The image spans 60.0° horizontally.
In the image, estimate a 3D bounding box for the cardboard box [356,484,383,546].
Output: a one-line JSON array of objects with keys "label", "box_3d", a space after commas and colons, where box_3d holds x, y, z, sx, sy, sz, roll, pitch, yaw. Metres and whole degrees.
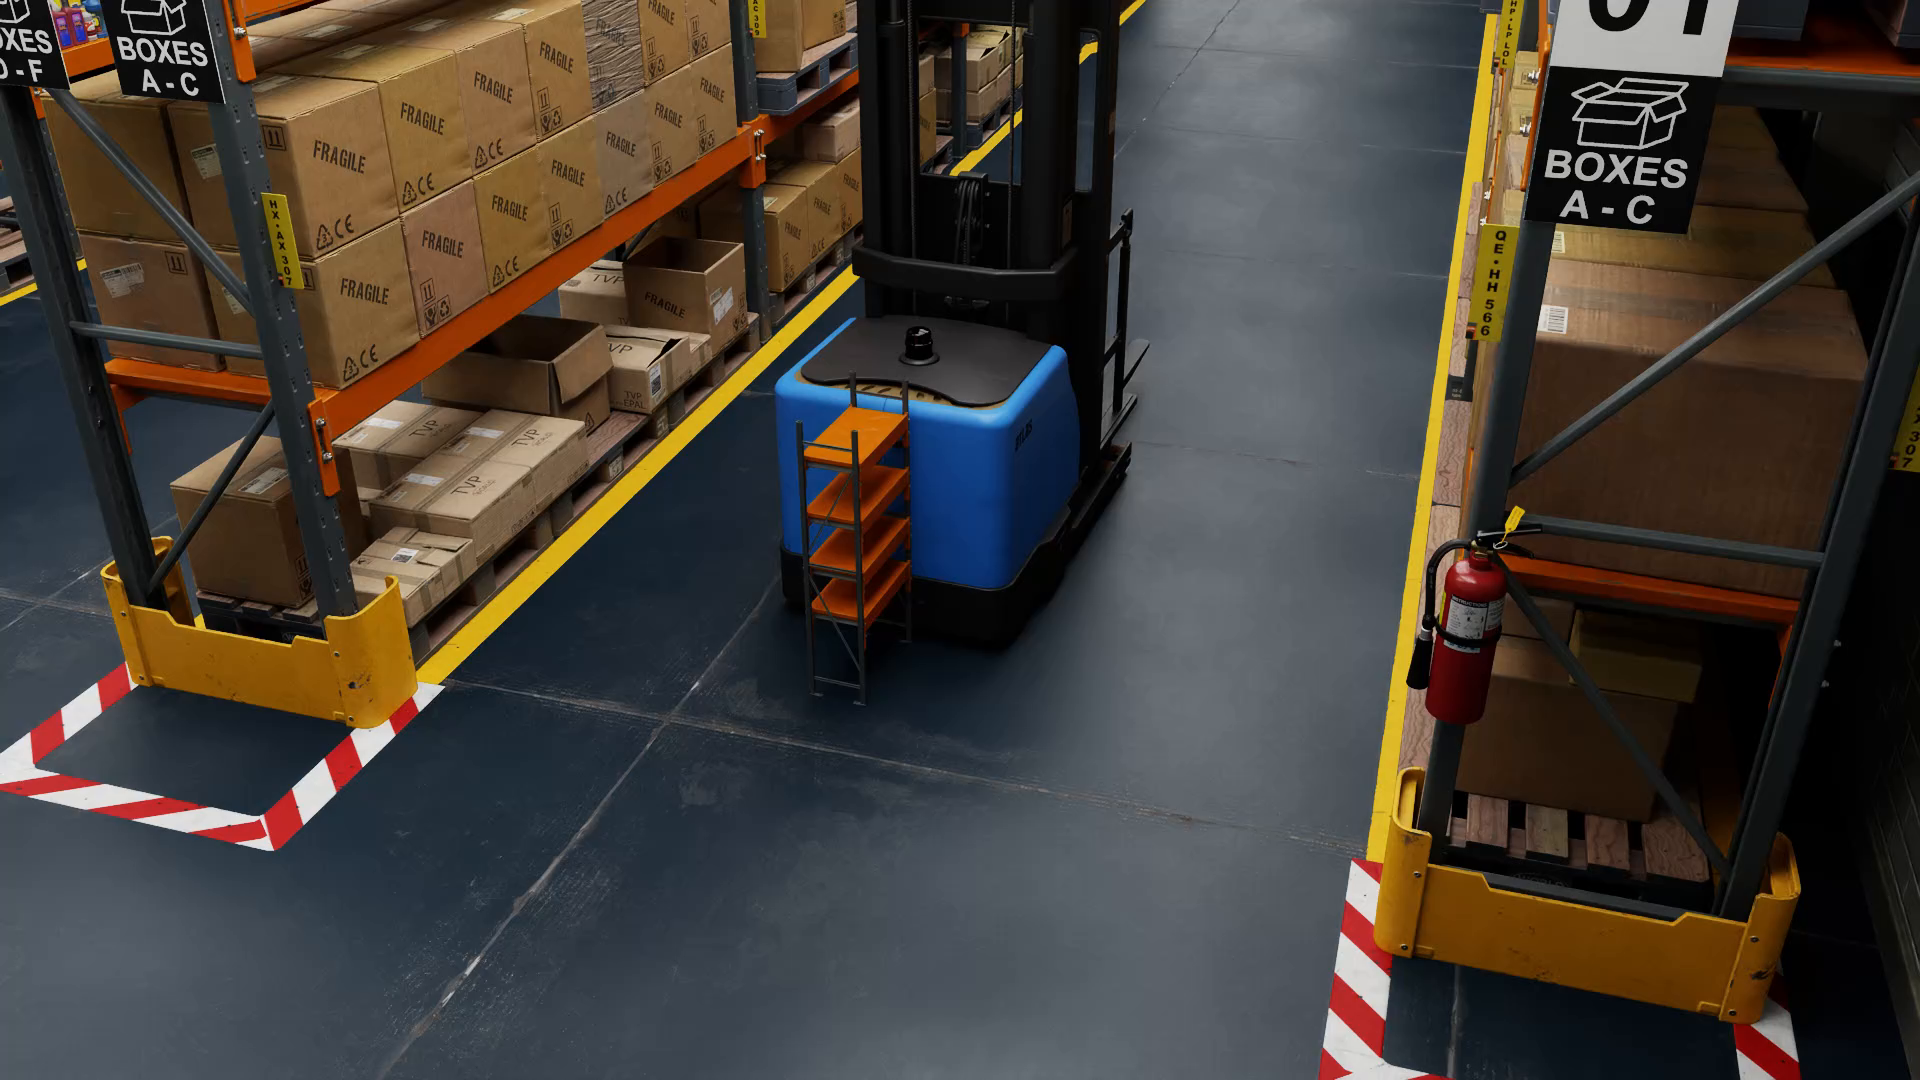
[{"label": "cardboard box", "box_3d": [-2.661, -0.116, 7.336, 0.380, 0.166, 0.250, 8, 30, 15]}]

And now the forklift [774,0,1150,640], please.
[{"label": "forklift", "box_3d": [0.218, -1.568, 7.554, 1.130, 2.935, 3.031, 10, 31, 18]}]

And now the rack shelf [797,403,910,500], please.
[{"label": "rack shelf", "box_3d": [-0.399, -0.343, 6.324, 0.258, 0.148, 0.480, 10, 31, 18]}]

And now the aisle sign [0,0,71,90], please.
[{"label": "aisle sign", "box_3d": [-3.103, -1.847, 5.311, 0.394, 0.787, 0.004, 8, 30, 15]}]

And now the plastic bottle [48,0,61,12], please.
[{"label": "plastic bottle", "box_3d": [-5.925, -3.381, 10.793, 0.144, 0.351, 0.185, 8, 30, 15]}]

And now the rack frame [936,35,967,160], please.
[{"label": "rack frame", "box_3d": [-0.442, -4.417, 12.604, 1.000, 3.000, 0.127, 8, 30, 15]}]

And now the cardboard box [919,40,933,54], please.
[{"label": "cardboard box", "box_3d": [-0.524, -3.922, 13.535, 0.500, 0.311, 0.500, 9, 30, 16]}]

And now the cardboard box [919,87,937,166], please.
[{"label": "cardboard box", "box_3d": [-0.492, -3.049, 12.263, 0.500, 0.500, 0.500, 10, 31, 17]}]

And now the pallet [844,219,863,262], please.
[{"label": "pallet", "box_3d": [-1.057, -2.292, 11.652, 1.003, 0.211, 1.213, 8, 30, 15]}]

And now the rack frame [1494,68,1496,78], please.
[{"label": "rack frame", "box_3d": [5.469, -5.571, 14.678, 1.000, 3.000, 0.127, 8, 30, 15]}]

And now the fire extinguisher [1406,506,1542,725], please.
[{"label": "fire extinguisher", "box_3d": [1.461, 0.207, 4.755, 0.296, 0.674, 0.183, 8, 30, 15]}]

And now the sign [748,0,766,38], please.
[{"label": "sign", "box_3d": [-1.095, -2.862, 8.919, 0.100, 0.325, 0.005, 8, 30, 15]}]

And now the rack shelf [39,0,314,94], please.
[{"label": "rack shelf", "box_3d": [-5.763, -3.882, 12.382, 1.077, 0.370, 4.000, 8, 30, 15]}]

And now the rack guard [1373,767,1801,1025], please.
[{"label": "rack guard", "box_3d": [1.939, 1.110, 5.241, 1.175, 0.500, 0.348, 8, 30, 15]}]

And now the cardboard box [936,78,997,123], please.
[{"label": "cardboard box", "box_3d": [-0.008, -3.600, 13.533, 0.500, 0.250, 0.500, 8, 30, 15]}]

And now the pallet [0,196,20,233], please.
[{"label": "pallet", "box_3d": [-6.084, -2.401, 11.848, 1.003, 0.211, 1.213, 8, 30, 15]}]

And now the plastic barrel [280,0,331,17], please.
[{"label": "plastic barrel", "box_3d": [-5.303, -4.131, 13.890, 0.600, 0.830, 0.708, 8, 30, 15]}]

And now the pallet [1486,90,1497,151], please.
[{"label": "pallet", "box_3d": [4.885, -3.421, 13.683, 1.003, 0.211, 1.213, 8, 30, 15]}]

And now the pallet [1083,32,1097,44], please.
[{"label": "pallet", "box_3d": [1.006, -5.421, 17.277, 1.003, 0.211, 1.213, 8, 30, 15]}]

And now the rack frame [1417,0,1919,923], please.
[{"label": "rack frame", "box_3d": [1.946, 0.006, 4.654, 1.000, 3.000, 0.127, 8, 30, 15]}]

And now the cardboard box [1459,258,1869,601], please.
[{"label": "cardboard box", "box_3d": [2.087, -0.363, 5.009, 0.980, 0.700, 0.700, 10, 31, 17]}]

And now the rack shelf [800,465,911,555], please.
[{"label": "rack shelf", "box_3d": [-0.399, -0.136, 6.439, 0.258, 0.148, 0.480, 10, 31, 18]}]

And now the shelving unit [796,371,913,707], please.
[{"label": "shelving unit", "box_3d": [-0.399, 0.000, 6.515, 0.258, 1.200, 0.503, 10, 31, 18]}]

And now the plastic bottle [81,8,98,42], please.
[{"label": "plastic bottle", "box_3d": [-5.779, -3.407, 10.994, 0.097, 0.201, 0.097, 0, 29, 0]}]

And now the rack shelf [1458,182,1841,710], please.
[{"label": "rack shelf", "box_3d": [2.533, -0.609, 6.499, 1.077, 0.370, 4.000, 8, 30, 15]}]

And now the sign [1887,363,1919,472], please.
[{"label": "sign", "box_3d": [2.475, -0.325, 4.276, 0.100, 0.325, 0.005, 8, 30, 15]}]

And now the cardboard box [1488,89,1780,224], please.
[{"label": "cardboard box", "box_3d": [2.726, -1.396, 6.865, 0.980, 0.700, 0.700, 8, 30, 14]}]

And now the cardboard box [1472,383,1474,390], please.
[{"label": "cardboard box", "box_3d": [2.528, -0.761, 7.505, 0.380, 0.149, 0.250, 10, 30, 17]}]

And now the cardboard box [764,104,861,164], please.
[{"label": "cardboard box", "box_3d": [-0.948, -2.640, 10.758, 0.500, 0.250, 0.500, 9, 30, 15]}]

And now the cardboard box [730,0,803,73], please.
[{"label": "cardboard box", "box_3d": [-1.263, -2.973, 9.475, 0.700, 0.500, 0.500, -1, 29, -2]}]

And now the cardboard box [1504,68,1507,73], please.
[{"label": "cardboard box", "box_3d": [3.453, -2.989, 9.609, 0.500, 0.500, 0.500, 9, 30, 16]}]

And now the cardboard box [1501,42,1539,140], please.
[{"label": "cardboard box", "box_3d": [3.015, -2.286, 8.344, 0.500, 0.500, 0.500, 8, 30, 14]}]

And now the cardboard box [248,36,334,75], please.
[{"label": "cardboard box", "box_3d": [-2.775, -1.661, 6.518, 0.500, 0.500, 0.500, 9, 30, 16]}]

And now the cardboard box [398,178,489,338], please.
[{"label": "cardboard box", "box_3d": [-2.262, -1.152, 6.632, 0.500, 0.500, 0.500, 8, 30, 14]}]

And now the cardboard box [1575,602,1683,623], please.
[{"label": "cardboard box", "box_3d": [2.359, 0.143, 5.880, 0.380, 0.149, 0.250, 9, 30, 15]}]

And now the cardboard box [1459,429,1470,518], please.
[{"label": "cardboard box", "box_3d": [2.652, -0.378, 7.483, 0.700, 0.500, 0.500, 8, 30, 14]}]

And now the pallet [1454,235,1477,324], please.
[{"label": "pallet", "box_3d": [3.631, -1.572, 10.359, 1.003, 0.211, 1.213, 8, 30, 15]}]

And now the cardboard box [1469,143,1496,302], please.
[{"label": "cardboard box", "box_3d": [3.445, -1.831, 9.735, 0.750, 0.750, 0.750, 9, 30, 16]}]

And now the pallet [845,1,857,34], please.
[{"label": "pallet", "box_3d": [-1.008, -3.429, 11.025, 1.003, 0.211, 1.213, 8, 30, 15]}]

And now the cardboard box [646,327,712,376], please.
[{"label": "cardboard box", "box_3d": [-1.565, -1.016, 8.971, 0.380, 0.149, 0.250, 8, 30, 15]}]

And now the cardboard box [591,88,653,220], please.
[{"label": "cardboard box", "box_3d": [-1.816, -1.854, 7.894, 0.500, 0.500, 0.500, 9, 30, 16]}]

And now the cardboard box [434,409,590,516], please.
[{"label": "cardboard box", "box_3d": [-2.066, -0.367, 7.699, 0.500, 0.250, 0.500, 8, 30, 15]}]

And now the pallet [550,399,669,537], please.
[{"label": "pallet", "box_3d": [-2.175, -0.451, 8.345, 1.003, 0.211, 1.213, 8, 30, 15]}]

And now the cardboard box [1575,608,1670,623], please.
[{"label": "cardboard box", "box_3d": [2.203, 0.343, 6.188, 0.700, 0.500, 0.500, 8, 30, 15]}]

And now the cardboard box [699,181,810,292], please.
[{"label": "cardboard box", "box_3d": [-1.241, -1.848, 10.105, 0.500, 0.500, 0.500, 7, 30, 13]}]

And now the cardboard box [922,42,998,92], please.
[{"label": "cardboard box", "box_3d": [-0.008, -3.845, 13.396, 0.500, 0.311, 0.500, 10, 30, 17]}]

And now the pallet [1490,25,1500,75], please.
[{"label": "pallet", "box_3d": [5.632, -4.669, 15.926, 1.003, 0.211, 1.213, 8, 30, 15]}]

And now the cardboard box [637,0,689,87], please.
[{"label": "cardboard box", "box_3d": [-1.665, -2.528, 8.078, 0.500, 0.500, 0.500, 8, 30, 14]}]

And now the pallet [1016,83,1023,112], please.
[{"label": "pallet", "box_3d": [0.197, -4.140, 14.976, 1.003, 0.211, 1.213, 8, 30, 15]}]

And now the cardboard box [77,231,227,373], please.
[{"label": "cardboard box", "box_3d": [-2.919, -0.990, 6.341, 0.500, 0.500, 0.500, 9, 30, 16]}]

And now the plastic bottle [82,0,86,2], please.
[{"label": "plastic bottle", "box_3d": [-6.164, -3.835, 11.690, 0.097, 0.271, 0.097, 0, 29, 0]}]

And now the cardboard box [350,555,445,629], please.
[{"label": "cardboard box", "box_3d": [-2.339, 0.209, 6.769, 0.380, 0.149, 0.250, 8, 30, 15]}]

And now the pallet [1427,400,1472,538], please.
[{"label": "pallet", "box_3d": [2.822, -0.292, 8.058, 1.003, 0.211, 1.213, 8, 30, 15]}]

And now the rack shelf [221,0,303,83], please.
[{"label": "rack shelf", "box_3d": [-2.203, -2.625, 7.038, 1.077, 0.370, 4.000, 8, 30, 15]}]

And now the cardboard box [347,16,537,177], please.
[{"label": "cardboard box", "box_3d": [-2.110, -1.824, 6.812, 0.500, 0.500, 0.500, 9, 30, 16]}]
